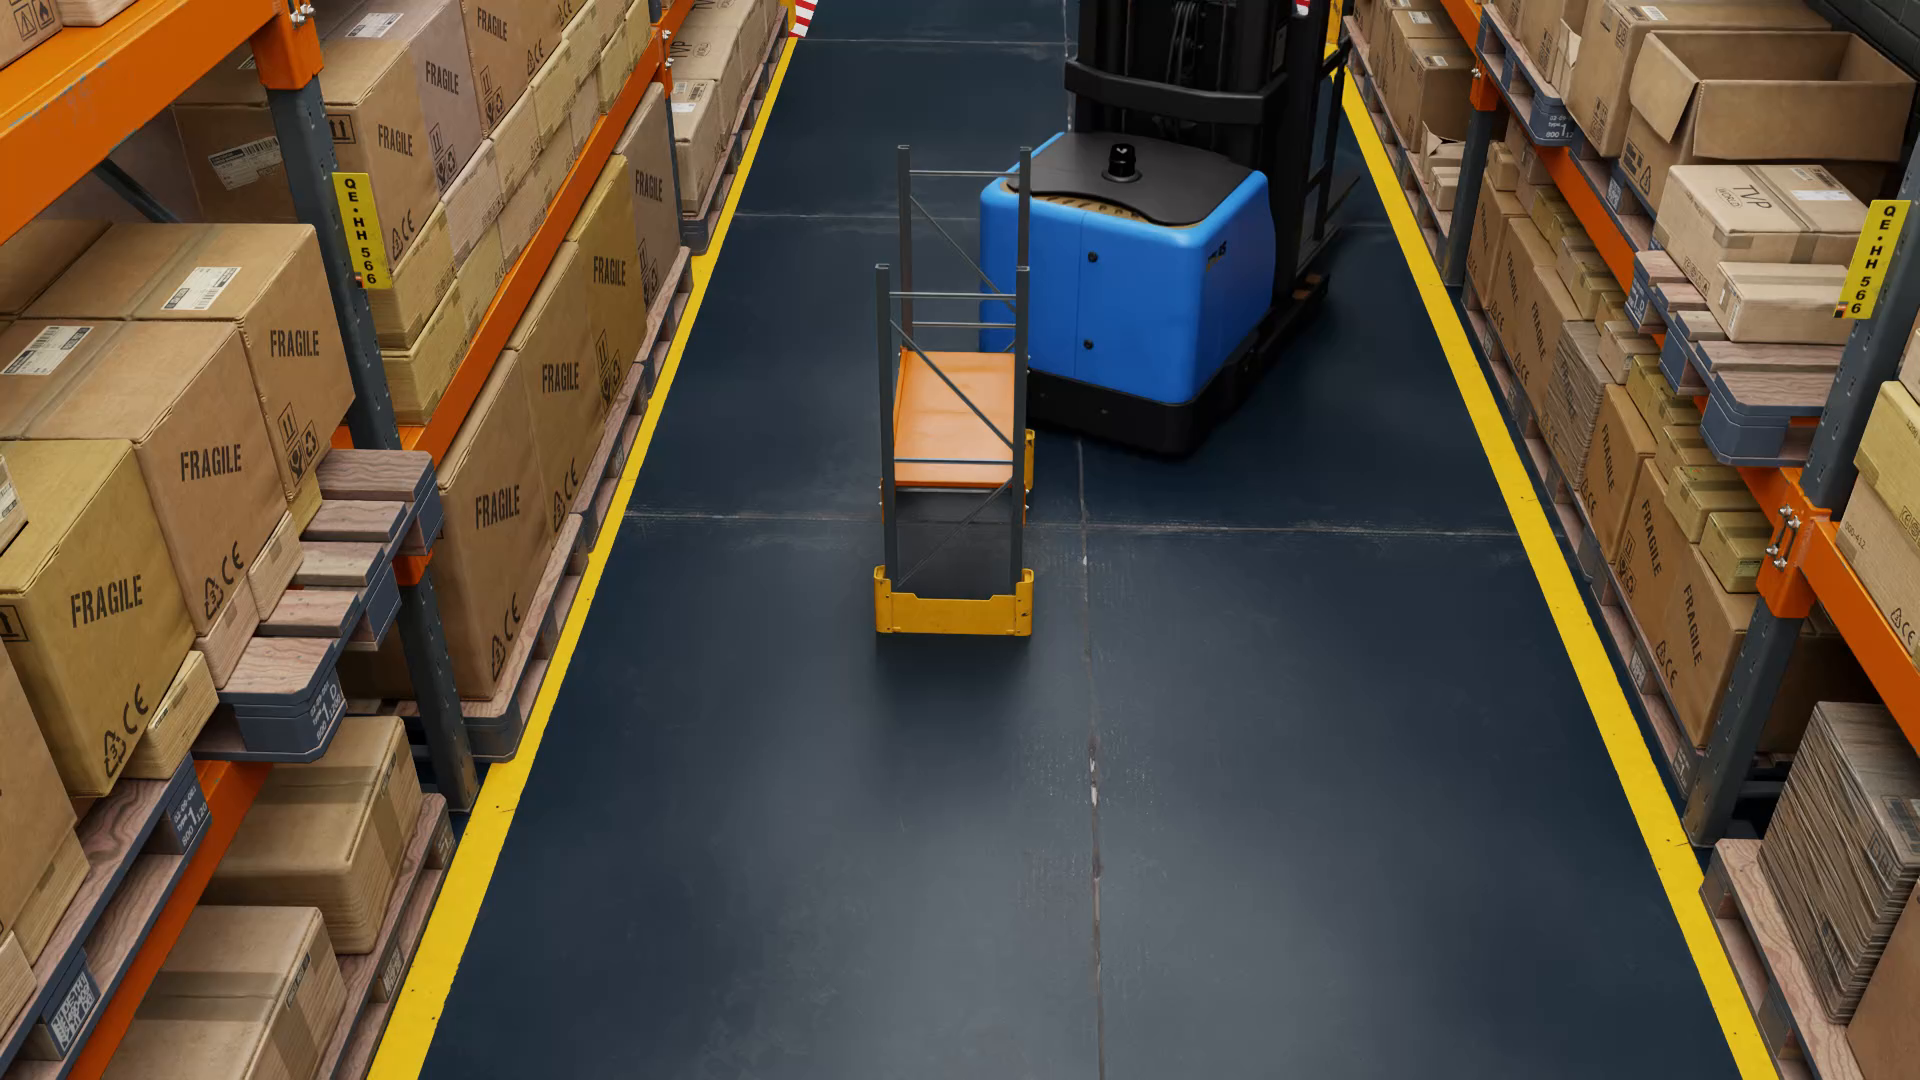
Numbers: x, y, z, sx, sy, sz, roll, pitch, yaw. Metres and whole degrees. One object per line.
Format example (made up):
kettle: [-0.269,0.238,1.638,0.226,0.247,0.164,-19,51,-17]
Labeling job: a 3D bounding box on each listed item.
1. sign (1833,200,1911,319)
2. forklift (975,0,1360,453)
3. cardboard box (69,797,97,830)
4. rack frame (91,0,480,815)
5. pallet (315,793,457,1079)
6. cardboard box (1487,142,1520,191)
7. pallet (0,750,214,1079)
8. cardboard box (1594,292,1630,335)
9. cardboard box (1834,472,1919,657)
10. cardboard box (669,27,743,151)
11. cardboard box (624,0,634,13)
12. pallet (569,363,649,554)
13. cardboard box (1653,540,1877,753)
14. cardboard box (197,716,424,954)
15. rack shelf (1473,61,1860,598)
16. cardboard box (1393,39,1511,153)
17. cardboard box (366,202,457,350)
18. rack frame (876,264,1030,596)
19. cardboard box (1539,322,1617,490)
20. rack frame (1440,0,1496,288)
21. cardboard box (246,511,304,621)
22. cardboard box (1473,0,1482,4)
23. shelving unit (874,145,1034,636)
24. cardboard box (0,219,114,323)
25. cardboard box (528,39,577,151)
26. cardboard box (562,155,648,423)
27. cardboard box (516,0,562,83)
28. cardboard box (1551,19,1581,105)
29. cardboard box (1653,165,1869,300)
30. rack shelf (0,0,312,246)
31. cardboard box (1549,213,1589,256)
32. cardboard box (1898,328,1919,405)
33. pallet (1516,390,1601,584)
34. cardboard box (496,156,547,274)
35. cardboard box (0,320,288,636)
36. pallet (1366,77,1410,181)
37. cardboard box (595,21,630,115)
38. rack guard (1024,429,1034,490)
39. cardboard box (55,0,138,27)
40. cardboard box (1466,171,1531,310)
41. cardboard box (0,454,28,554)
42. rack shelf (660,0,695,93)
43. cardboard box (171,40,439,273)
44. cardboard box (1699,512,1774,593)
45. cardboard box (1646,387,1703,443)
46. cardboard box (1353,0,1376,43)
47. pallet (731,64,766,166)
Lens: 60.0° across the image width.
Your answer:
sign: [2.310,-0.707,4.209,0.100,0.325,0.005,1,35,2]
forklift: [1.215,-2.398,7.614,1.130,2.935,3.031,17,39,23]
cardboard box: [-1.941,0.500,3.284,0.380,0.149,0.250,2,35,2]
rack frame: [-2.108,-0.371,4.669,1.000,3.000,0.127,1,35,2]
pallet: [-2.141,1.219,4.832,1.003,0.211,1.213,1,35,2]
cardboard box: [2.733,-1.771,7.906,0.380,0.149,0.250,3,35,4]
pallet: [-2.146,0.846,3.105,1.003,0.211,1.213,1,35,2]
cardboard box: [2.761,-0.864,6.615,0.380,0.149,0.250,1,35,2]
cardboard box: [2.590,0.052,4.197,0.500,0.250,0.500,1,35,2]
cardboard box: [-1.779,-2.665,9.797,0.875,0.438,0.875,0,35,0]
cardboard box: [-1.722,-2.553,7.470,0.500,0.250,0.500,1,35,2]
pallet: [-1.949,-0.380,7.108,1.003,0.211,1.213,1,35,2]
cardboard box: [2.654,0.345,5.460,0.500,0.500,0.500,2,35,3]
cardboard box: [-2.140,0.857,4.842,0.950,0.372,0.625,-1,35,-1]
rack shelf: [2.933,-1.113,6.351,1.077,0.370,4.000,1,35,2]
cardboard box: [2.939,-2.568,9.604,0.700,0.500,0.500,0,35,0]
cardboard box: [-1.840,-0.800,4.975,0.500,0.250,0.500,1,35,2]
rack frame: [-0.024,-0.273,5.833,0.500,1.500,0.032,1,35,2]
cardboard box: [2.706,-0.542,6.722,0.500,0.500,0.500,0,35,0]
rack frame: [3.013,-2.557,7.779,1.000,3.000,0.127,1,35,2]
cardboard box: [-1.790,0.055,3.916,0.380,0.149,0.250,1,35,1]
cardboard box: [2.762,-2.793,8.334,0.380,0.149,0.250,2,35,3]
shelving unit: [-0.003,-0.570,6.256,0.587,1.500,1.083,1,35,2]
cardboard box: [-2.357,-0.452,4.074,0.500,0.500,0.500,0,35,1]
cardboard box: [-1.753,-1.674,6.218,0.500,0.250,0.500,2,35,3]
cardboard box: [-1.920,-1.094,7.181,0.875,0.875,0.875,2,35,3]
cardboard box: [-1.773,-1.971,5.989,0.500,0.500,0.500,2,35,3]
cardboard box: [2.574,-1.884,6.574,0.396,0.266,0.258,3,35,4]
cardboard box: [2.571,-0.983,5.305,0.500,0.250,0.500,0,35,0]
rack shelf: [-2.188,-0.155,2.378,1.077,0.370,4.000,1,35,2]
cardboard box: [2.802,-1.305,7.242,0.380,0.149,0.250,1,35,1]
cardboard box: [2.545,-0.388,4.043,0.380,0.149,0.250,2,35,3]
pallet: [2.972,-0.245,6.915,1.003,0.211,1.213,1,35,2]
cardboard box: [-1.807,-1.182,5.953,0.500,0.250,0.500,2,35,3]
cardboard box: [-1.858,-0.140,3.630,0.500,0.500,0.500,1,35,1]
pallet: [3.088,-2.513,10.142,1.003,0.211,1.213,1,35,2]
cardboard box: [-1.735,-2.052,7.191,0.500,0.250,0.500,1,35,1]
rack guard: [0.017,-0.345,7.023,0.587,0.250,0.087,1,35,2]
cardboard box: [-1.912,-1.167,3.411,0.380,0.149,0.250,1,35,2]
cardboard box: [2.769,-1.433,7.989,0.500,0.500,0.500,3,35,4]
cardboard box: [-1.891,-0.024,2.901,0.380,0.149,0.250,0,35,0]
rack shelf: [-1.867,-3.524,9.781,1.077,0.370,4.000,1,35,2]
cardboard box: [-1.843,-1.099,4.748,0.500,0.500,0.500,0,35,0]
cardboard box: [2.619,0.037,5.333,0.380,0.149,0.250,0,35,0]
cardboard box: [2.710,-0.421,5.985,0.380,0.149,0.250,2,35,3]
cardboard box: [3.054,-3.656,11.149,0.797,0.503,0.637,0,35,0]
pallet: [-1.792,-2.666,10.360,1.003,0.211,1.213,1,35,2]
